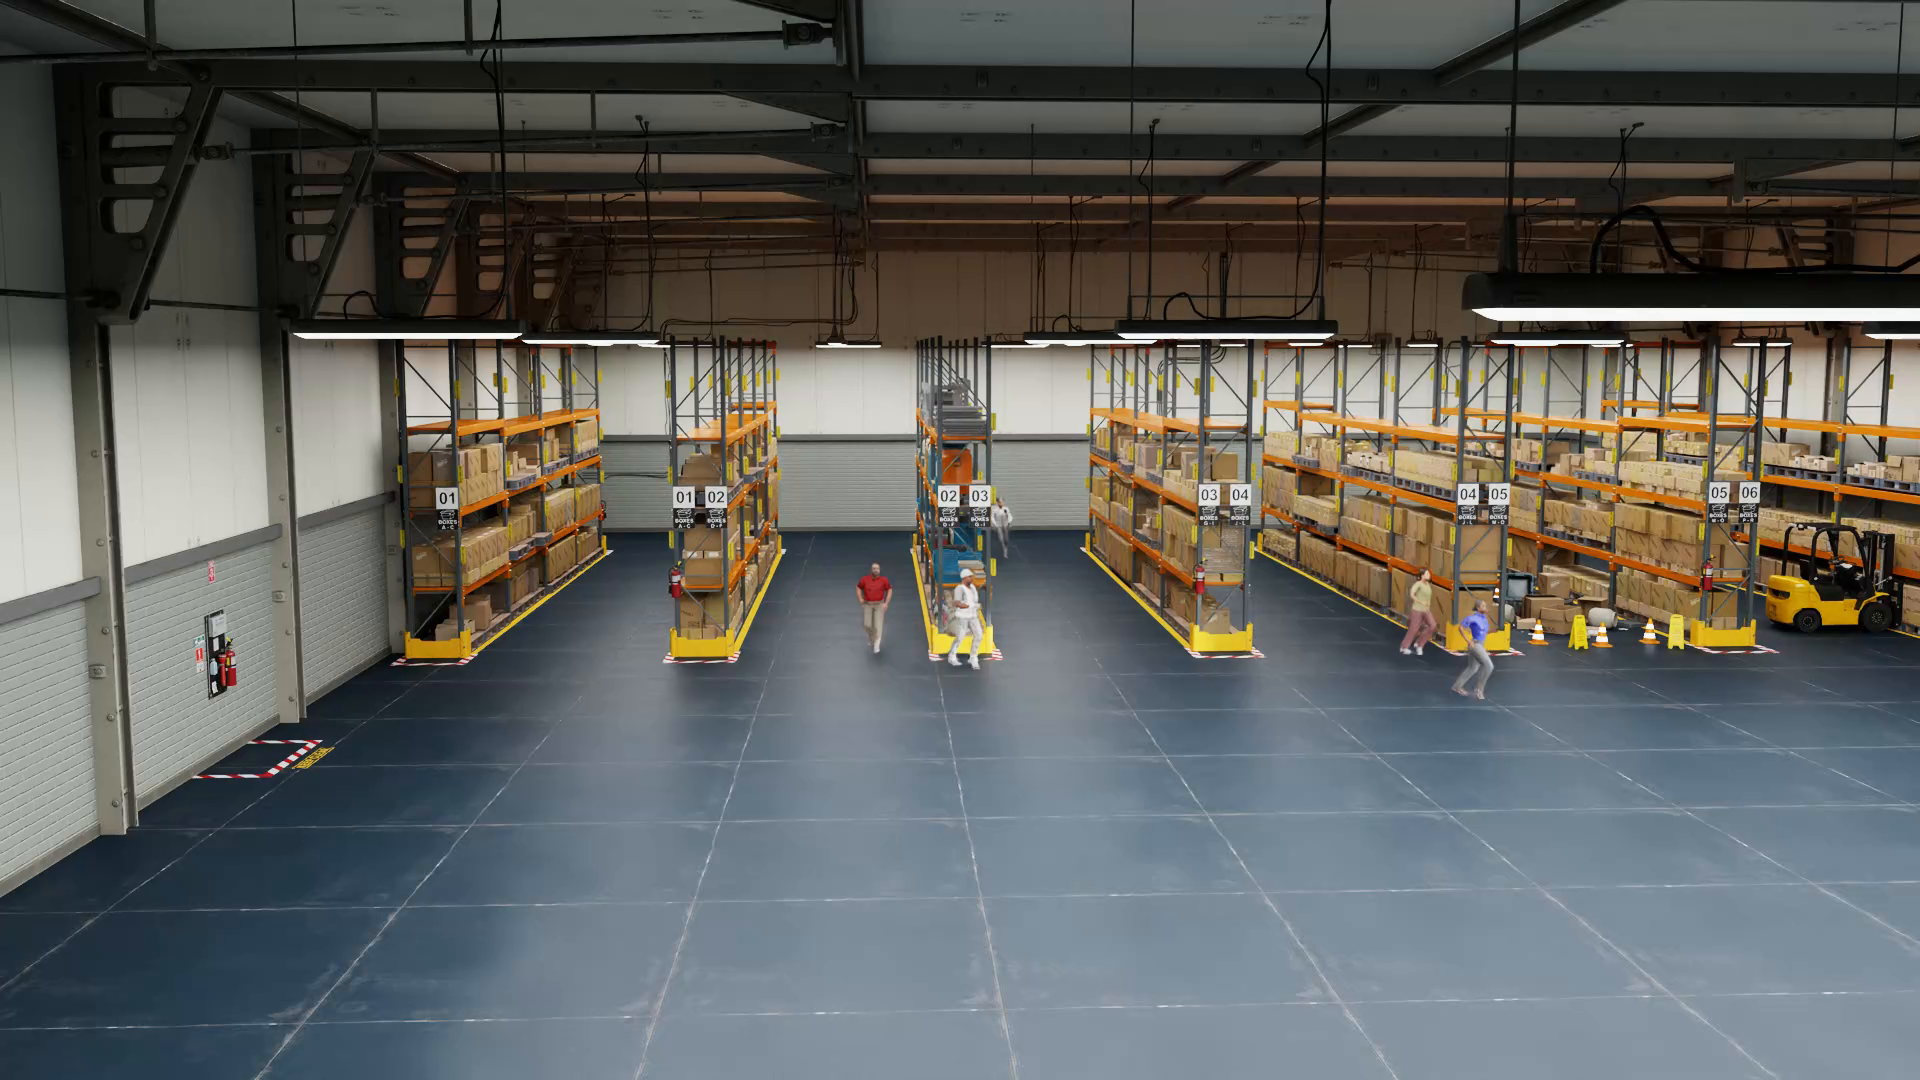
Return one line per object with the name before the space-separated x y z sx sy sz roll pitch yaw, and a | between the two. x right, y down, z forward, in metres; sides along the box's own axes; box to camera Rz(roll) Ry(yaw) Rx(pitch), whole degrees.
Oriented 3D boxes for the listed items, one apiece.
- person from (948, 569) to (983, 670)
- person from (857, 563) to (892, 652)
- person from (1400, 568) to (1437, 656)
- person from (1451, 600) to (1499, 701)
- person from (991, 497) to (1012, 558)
person | 0.135 1.436 30.012 0.736 1.838 0.689 5 8 40
person | -1.642 1.292 31.766 0.693 1.694 0.524 0 6 1
person | 8.712 1.341 31.395 0.622 1.637 0.647 -4 8 -35
person | 8.506 1.819 27.448 0.729 1.675 0.563 4 8 34
person | 1.149 -0.362 46.395 0.633 1.683 0.722 -1 7 -8
